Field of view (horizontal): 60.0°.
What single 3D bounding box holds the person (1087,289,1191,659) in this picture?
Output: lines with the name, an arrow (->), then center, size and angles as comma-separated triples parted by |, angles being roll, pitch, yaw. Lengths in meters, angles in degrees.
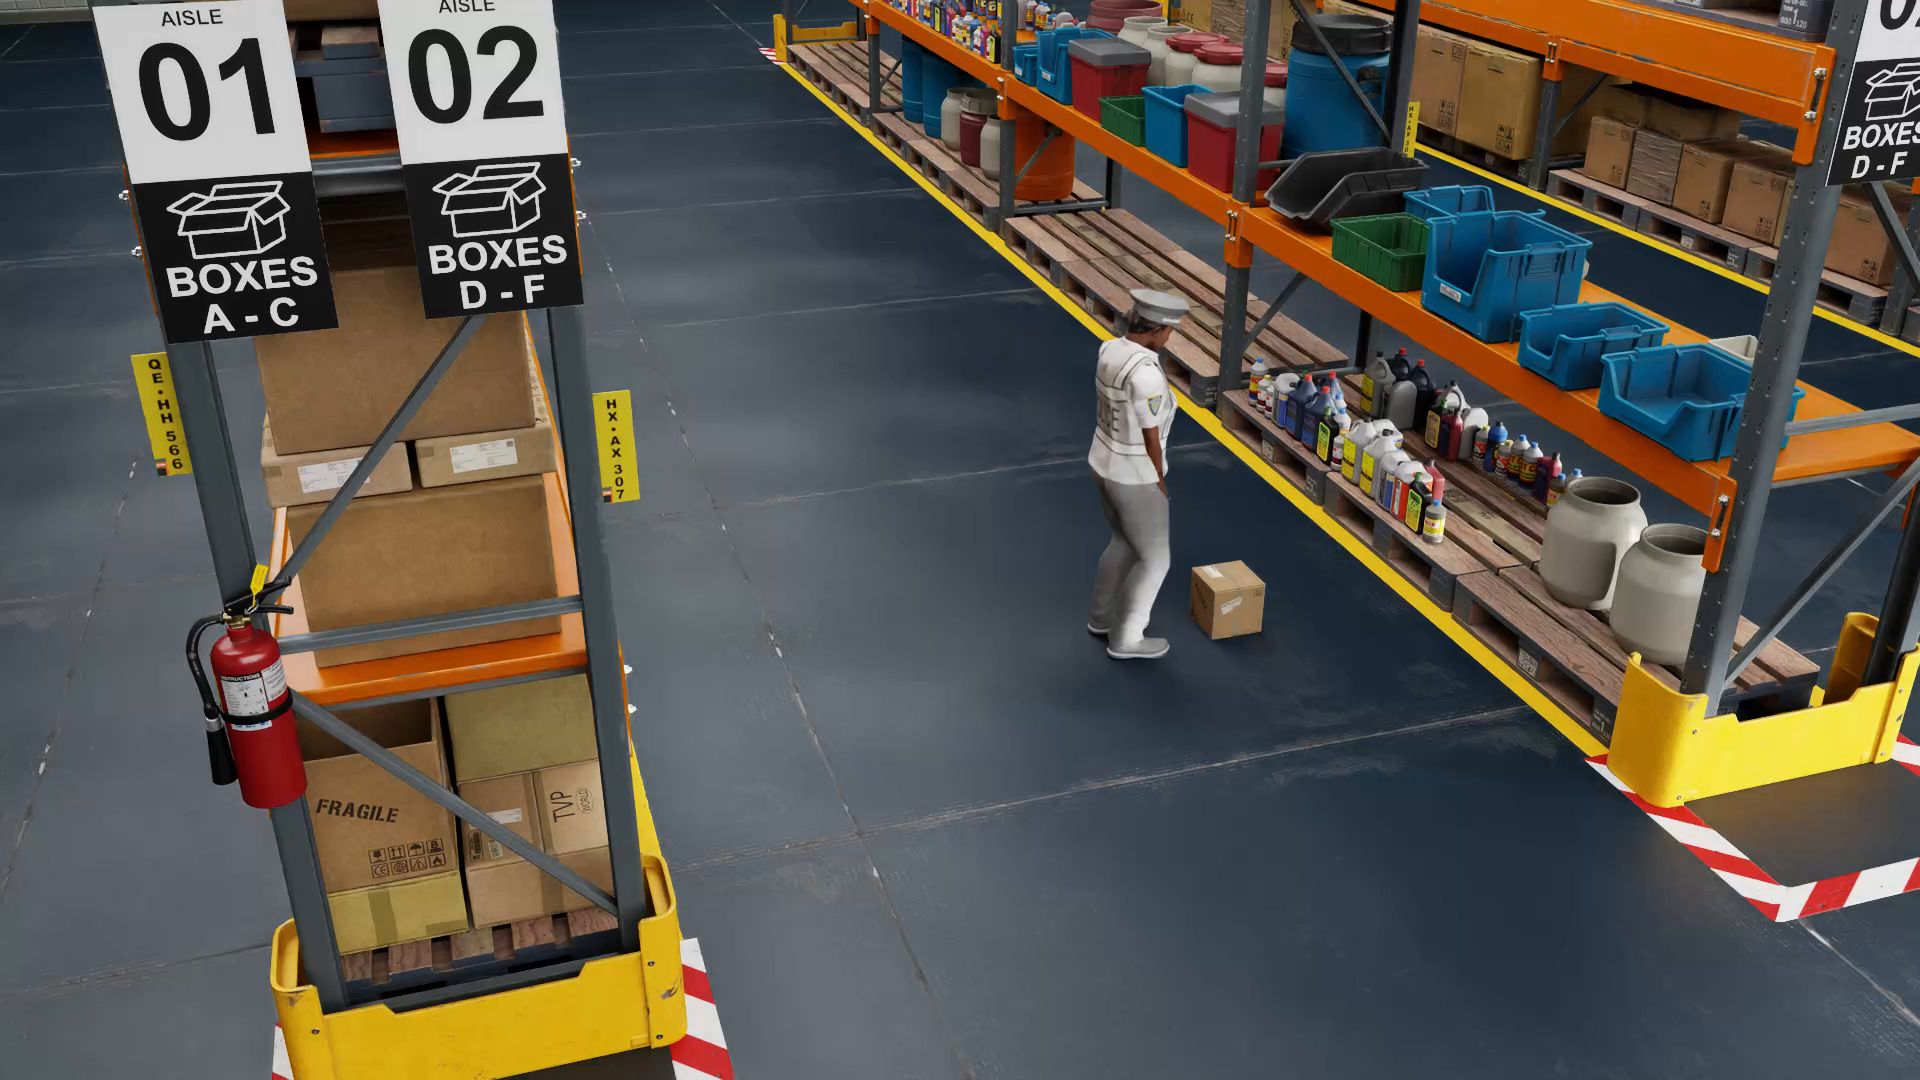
person -> 0.756, -0.282, 7.225 | 0.394, 1.634, 0.448 | -8, 27, -15
